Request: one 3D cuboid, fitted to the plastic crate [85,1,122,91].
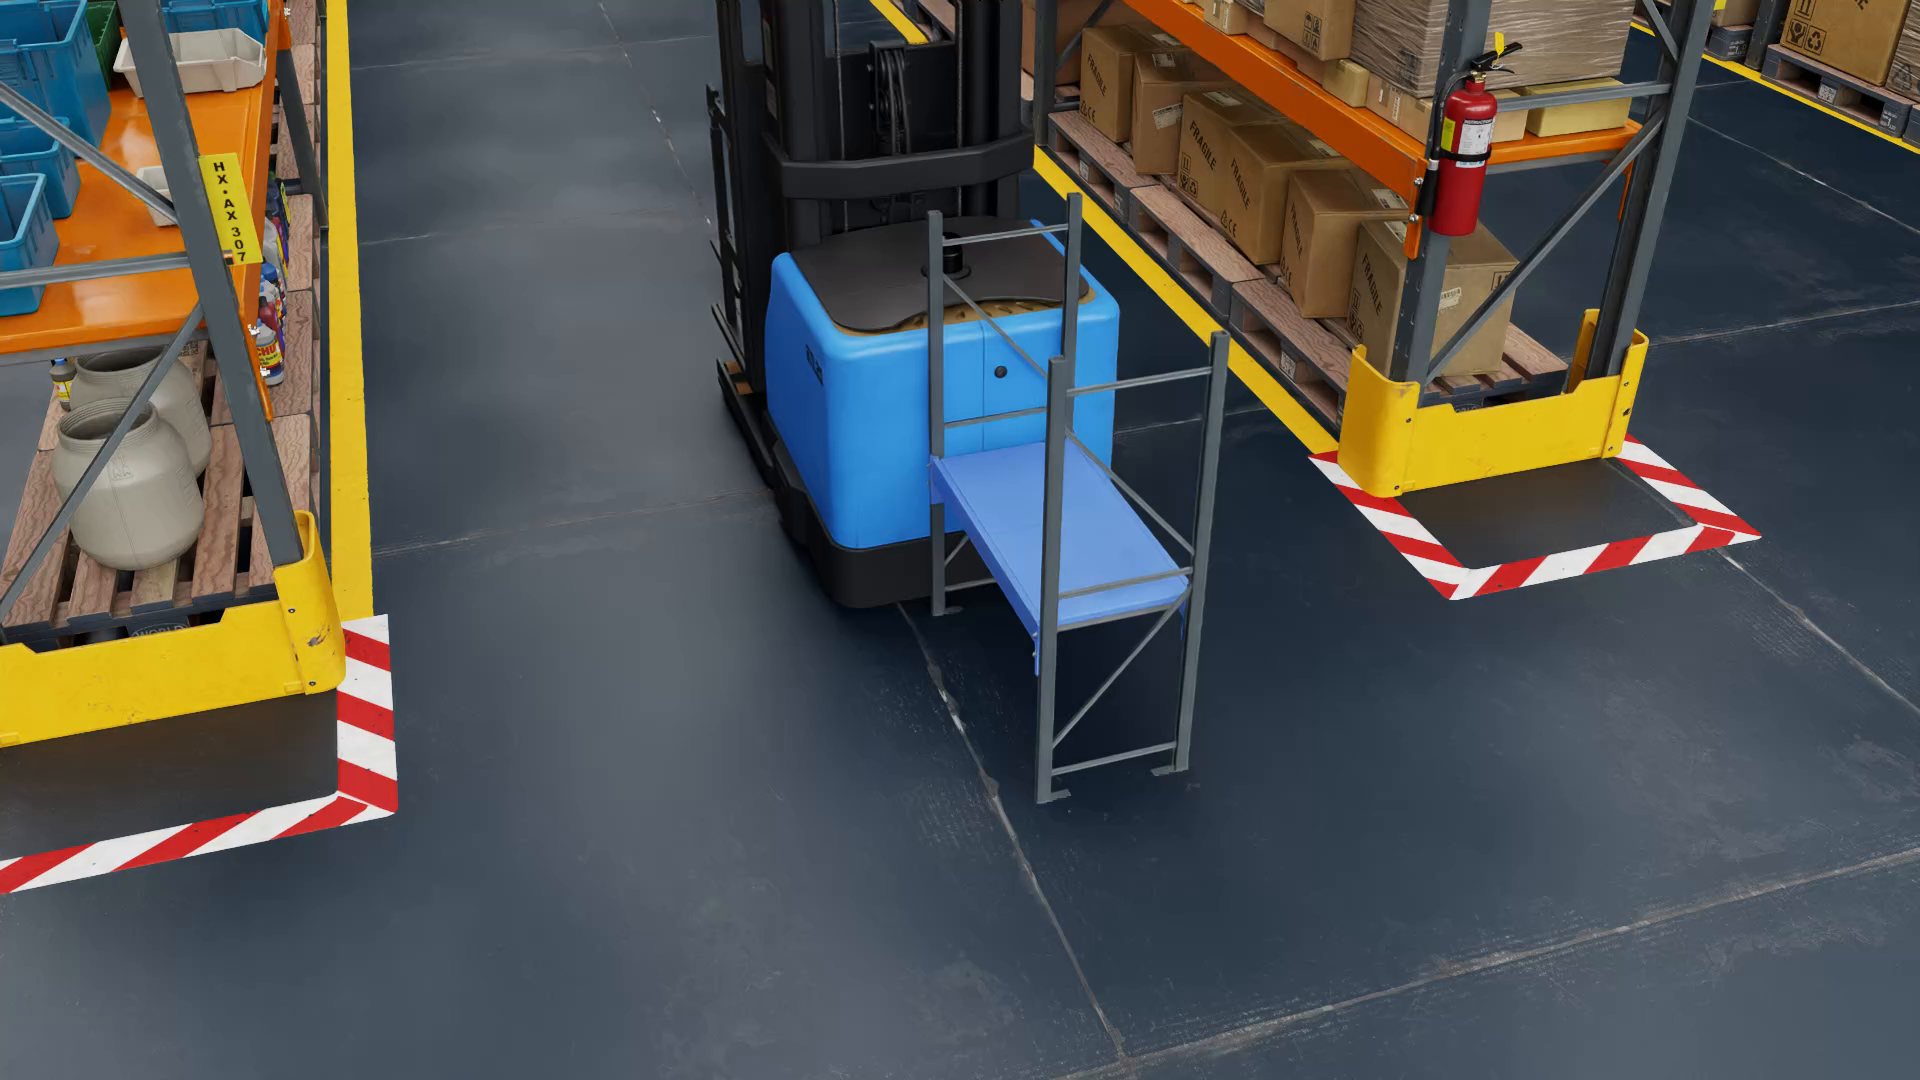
[{"bbox_3d":[-3.653,-1.975,6.710,0.450,0.188,0.662,-10,35,-15],"label":"plastic crate"}]

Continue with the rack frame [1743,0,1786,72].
[{"bbox_3d":[5.673,-4.437,10.244,1.000,3.000,0.127,-10,35,-15],"label":"rack frame"}]

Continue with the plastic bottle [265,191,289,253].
[{"bbox_3d":[-3.269,-1.511,7.820,0.144,0.351,0.185,-12,35,-17],"label":"plastic bottle"}]

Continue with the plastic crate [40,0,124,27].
[{"bbox_3d":[-3.760,-2.501,7.370,0.767,0.338,0.504,-10,35,-15],"label":"plastic crate"}]

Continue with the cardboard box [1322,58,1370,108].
[{"bbox_3d":[1.654,-1.820,6.511,0.380,0.149,0.250,-10,35,-15],"label":"cardboard box"}]

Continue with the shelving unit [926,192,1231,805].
[{"bbox_3d":[0.302,-0.140,5.102,0.538,1.500,1.048,-11,35,-16],"label":"shelving unit"}]

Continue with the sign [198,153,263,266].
[{"bbox_3d":[-2.053,-0.929,4.684,0.100,0.325,0.005,-10,35,-15],"label":"sign"}]

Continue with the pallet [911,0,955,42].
[{"bbox_3d":[0.304,-3.543,11.420,1.003,0.211,1.213,-10,35,-15],"label":"pallet"}]

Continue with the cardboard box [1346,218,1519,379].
[{"bbox_3d":[1.964,-1.019,6.958,0.500,0.500,0.500,-4,34,-6],"label":"cardboard box"}]

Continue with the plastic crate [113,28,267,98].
[{"bbox_3d":[-3.062,-1.903,6.649,0.530,0.136,0.437,-10,35,-15],"label":"plastic crate"}]

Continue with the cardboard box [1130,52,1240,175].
[{"bbox_3d":[1.185,-2.272,8.854,0.500,0.500,0.500,0,33,1],"label":"cardboard box"}]

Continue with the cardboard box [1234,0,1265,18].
[{"bbox_3d":[1.619,-2.527,6.993,0.875,0.500,0.500,-10,35,-15],"label":"cardboard box"}]

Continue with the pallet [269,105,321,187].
[{"bbox_3d":[-4.075,-2.066,9.184,1.003,0.211,1.213,-10,35,-15],"label":"pallet"}]

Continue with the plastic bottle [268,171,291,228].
[{"bbox_3d":[-3.337,-1.676,8.131,0.061,0.283,0.133,-8,34,-12],"label":"plastic bottle"}]

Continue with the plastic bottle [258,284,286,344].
[{"bbox_3d":[-2.939,-0.953,7.047,0.097,0.271,0.097,0,33,0],"label":"plastic bottle"}]

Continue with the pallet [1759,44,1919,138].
[{"bbox_3d":[5.831,-2.861,10.389,1.003,0.211,1.213,-10,35,-15],"label":"pallet"}]

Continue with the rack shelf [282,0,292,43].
[{"bbox_3d":[-4.408,-3.573,9.589,1.077,0.370,4.000,-10,35,-15],"label":"rack shelf"}]

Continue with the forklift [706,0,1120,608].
[{"bbox_3d":[-0.406,-1.792,6.304,1.130,2.935,3.031,-11,35,-16],"label":"forklift"}]

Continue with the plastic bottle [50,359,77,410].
[{"bbox_3d":[-3.556,-0.630,6.621,0.097,0.201,0.097,0,33,0],"label":"plastic bottle"}]

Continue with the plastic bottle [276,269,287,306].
[{"bbox_3d":[-3.062,-1.136,7.387,0.097,0.201,0.097,0,33,0],"label":"plastic bottle"}]

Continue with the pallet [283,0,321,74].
[{"bbox_3d":[-4.819,-3.347,11.123,1.003,0.211,1.213,-10,35,-15],"label":"pallet"}]

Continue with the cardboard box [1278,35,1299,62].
[{"bbox_3d":[1.556,-2.092,6.923,0.380,0.149,0.250,-10,35,-15],"label":"cardboard box"}]

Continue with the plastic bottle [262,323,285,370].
[{"bbox_3d":[-2.866,-0.798,6.876,0.097,0.201,0.097,0,33,0],"label":"plastic bottle"}]

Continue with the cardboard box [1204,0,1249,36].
[{"bbox_3d":[1.298,-2.336,7.292,0.380,0.149,0.250,-10,35,-15],"label":"cardboard box"}]

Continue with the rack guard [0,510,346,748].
[{"bbox_3d":[-2.646,0.288,5.361,1.175,0.500,0.348,-10,35,-15],"label":"rack guard"}]

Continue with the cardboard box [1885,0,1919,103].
[{"bbox_3d":[6.077,-2.911,9.481,0.875,0.875,0.875,-10,35,-14],"label":"cardboard box"}]

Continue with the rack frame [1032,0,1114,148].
[{"bbox_3d":[0.919,-3.656,9.062,1.000,3.000,0.127,-10,35,-15],"label":"rack frame"}]

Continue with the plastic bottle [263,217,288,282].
[{"bbox_3d":[-3.170,-1.342,7.563,0.144,0.351,0.185,-10,35,-15],"label":"plastic bottle"}]

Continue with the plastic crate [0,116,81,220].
[{"bbox_3d":[-3.208,-1.215,5.503,0.499,0.251,0.408,-10,35,-15],"label":"plastic crate"}]

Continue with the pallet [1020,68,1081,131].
[{"bbox_3d":[0.680,-2.901,10.449,1.003,0.211,1.213,-10,35,-15],"label":"pallet"}]

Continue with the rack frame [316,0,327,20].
[{"bbox_3d":[-5.018,-4.923,10.980,1.000,3.000,0.127,-10,35,-15],"label":"rack frame"}]

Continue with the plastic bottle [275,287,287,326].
[{"bbox_3d":[-3.000,-1.028,7.224,0.097,0.201,0.097,0,33,0],"label":"plastic bottle"}]

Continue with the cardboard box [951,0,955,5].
[{"bbox_3d":[0.283,-3.963,11.395,0.700,0.500,0.500,-7,34,-11],"label":"cardboard box"}]

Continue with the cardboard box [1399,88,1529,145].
[{"bbox_3d":[1.855,-1.566,6.127,0.380,0.149,0.250,-10,35,-15],"label":"cardboard box"}]

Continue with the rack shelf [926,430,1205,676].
[{"bbox_3d":[0.302,0.010,5.201,0.538,0.185,1.000,-11,35,-16],"label":"rack shelf"}]

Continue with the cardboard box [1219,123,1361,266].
[{"bbox_3d":[1.576,-1.659,7.926,0.500,0.500,0.500,-7,34,-10],"label":"cardboard box"}]

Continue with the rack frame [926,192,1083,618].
[{"bbox_3d":[0.139,-0.406,5.503,0.500,1.500,0.032,-11,35,-16],"label":"rack frame"}]

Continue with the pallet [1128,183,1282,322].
[{"bbox_3d":[1.533,-1.504,8.335,1.003,0.211,1.213,-10,35,-15],"label":"pallet"}]

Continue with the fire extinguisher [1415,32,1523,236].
[{"bbox_3d":[1.735,-1.386,5.697,0.296,0.674,0.183,-10,35,-15],"label":"fire extinguisher"}]

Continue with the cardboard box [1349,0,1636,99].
[{"bbox_3d":[1.997,-2.015,6.218,0.875,0.500,0.500,-10,35,-15],"label":"cardboard box"}]

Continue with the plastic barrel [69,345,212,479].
[{"bbox_3d":[-3.005,-0.456,6.095,0.421,0.512,0.421,0,33,0],"label":"plastic barrel"}]

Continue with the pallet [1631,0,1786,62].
[{"bbox_3d":[5.366,-3.666,11.607,1.003,0.211,1.213,-10,35,-15],"label":"pallet"}]

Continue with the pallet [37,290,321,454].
[{"bbox_3d":[-3.257,-0.659,7.055,1.003,0.211,1.213,-10,35,-15],"label":"pallet"}]

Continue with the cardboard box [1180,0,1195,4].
[{"bbox_3d":[1.168,-2.603,7.696,0.380,0.149,0.250,-10,35,-15],"label":"cardboard box"}]
